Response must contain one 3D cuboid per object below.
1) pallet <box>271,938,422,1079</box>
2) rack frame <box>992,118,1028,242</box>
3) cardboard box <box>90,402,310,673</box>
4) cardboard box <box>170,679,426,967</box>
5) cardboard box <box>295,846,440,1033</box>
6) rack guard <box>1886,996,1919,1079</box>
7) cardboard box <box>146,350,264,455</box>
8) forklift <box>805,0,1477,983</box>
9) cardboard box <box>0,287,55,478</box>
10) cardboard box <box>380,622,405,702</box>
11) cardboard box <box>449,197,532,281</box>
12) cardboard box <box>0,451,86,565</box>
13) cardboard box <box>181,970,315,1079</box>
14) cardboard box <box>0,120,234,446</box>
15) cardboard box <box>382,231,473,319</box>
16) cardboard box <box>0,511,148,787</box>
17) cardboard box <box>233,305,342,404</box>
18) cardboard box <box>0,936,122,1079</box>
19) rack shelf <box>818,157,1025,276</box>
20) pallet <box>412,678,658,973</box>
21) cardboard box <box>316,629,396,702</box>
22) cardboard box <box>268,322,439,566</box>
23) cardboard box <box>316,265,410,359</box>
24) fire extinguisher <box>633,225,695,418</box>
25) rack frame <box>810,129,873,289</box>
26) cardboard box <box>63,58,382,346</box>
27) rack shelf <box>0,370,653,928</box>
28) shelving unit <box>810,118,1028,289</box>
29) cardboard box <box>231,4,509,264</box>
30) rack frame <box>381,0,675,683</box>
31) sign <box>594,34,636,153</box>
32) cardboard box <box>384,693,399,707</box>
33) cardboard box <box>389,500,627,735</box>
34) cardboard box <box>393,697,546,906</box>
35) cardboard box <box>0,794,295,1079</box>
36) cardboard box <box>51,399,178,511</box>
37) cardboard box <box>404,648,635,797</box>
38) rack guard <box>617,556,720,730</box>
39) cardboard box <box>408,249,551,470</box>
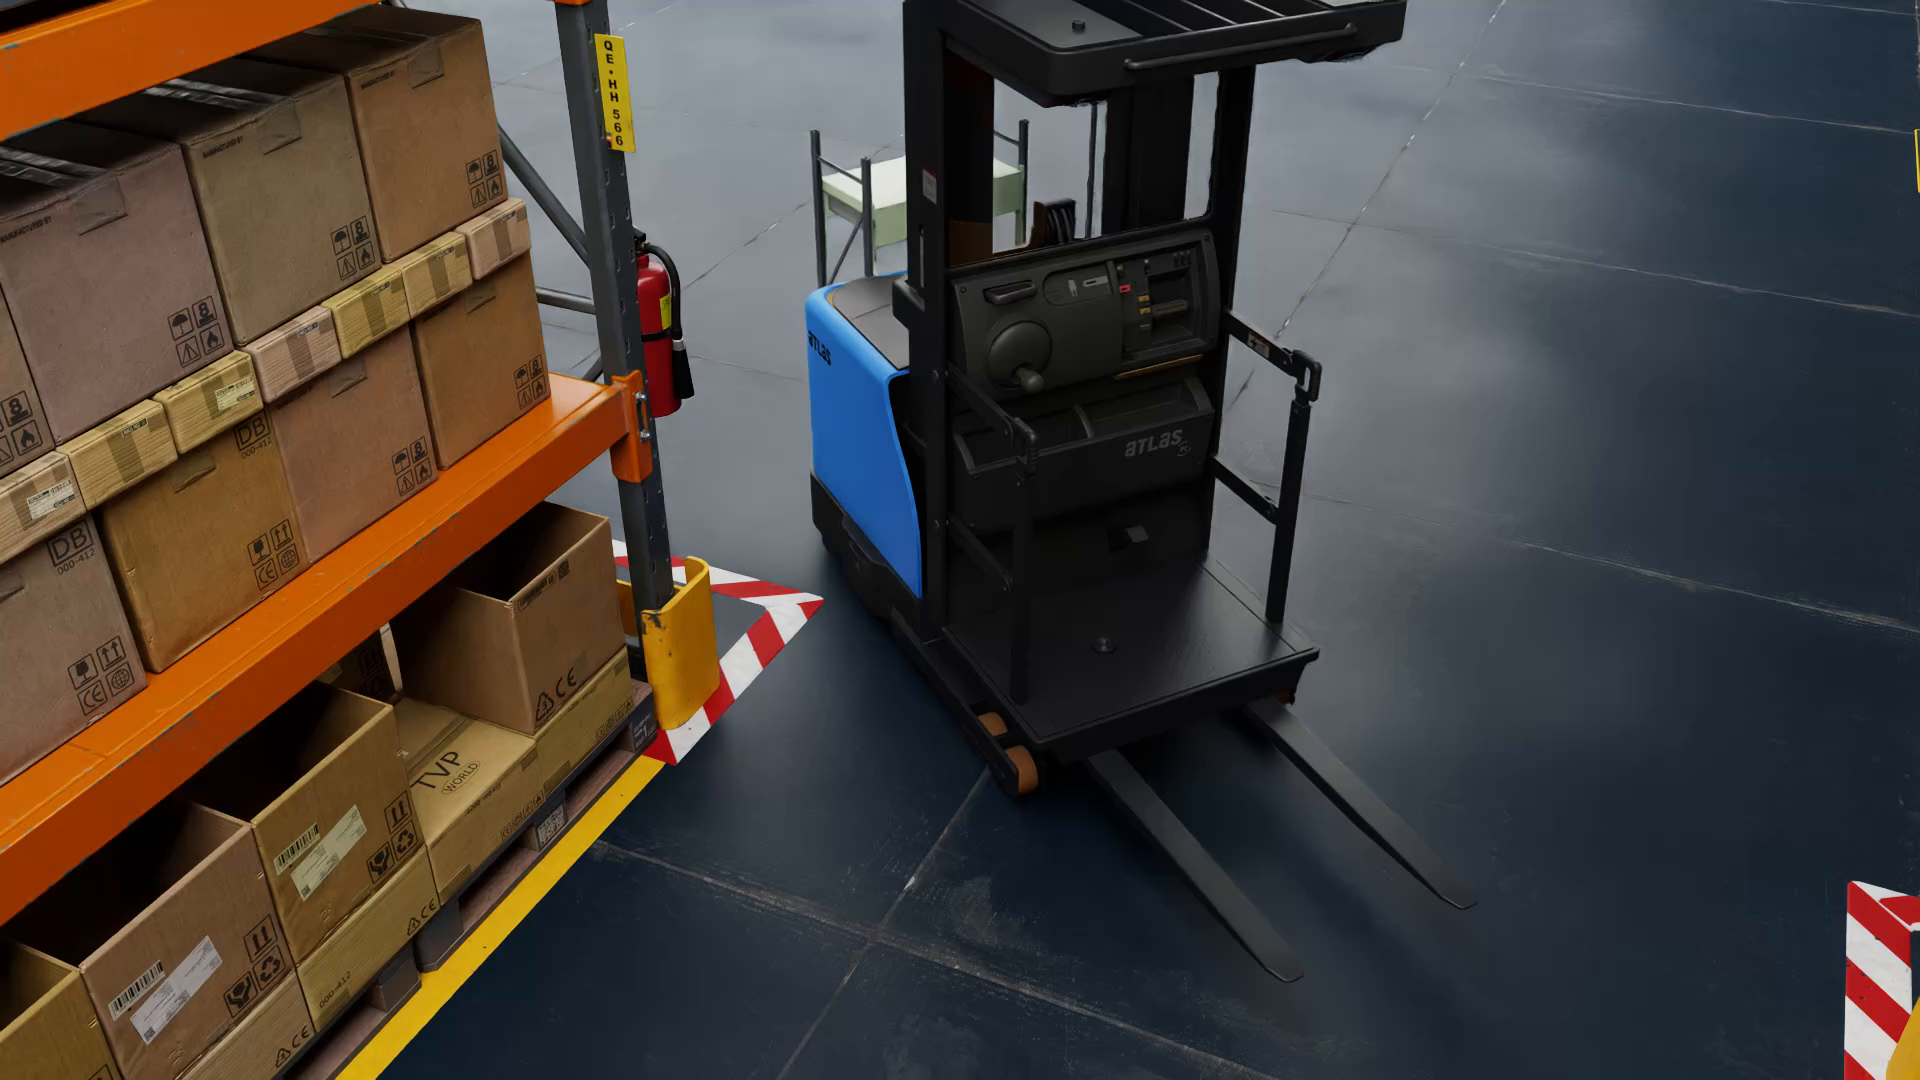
[{"bbox_3d":[-2.245,1.369,4.469,1.003,0.211,1.213,14,36,20],"label":"pallet"},{"bbox_3d":[0.142,-1.105,7.067,0.023,1.500,0.400,-21,39,-29],"label":"rack frame"},{"bbox_3d":[-2.086,-0.096,4.070,0.700,0.500,0.500,14,36,21],"label":"cardboard box"},{"bbox_3d":[-1.810,0.705,4.380,0.500,0.500,0.500,14,36,20],"label":"cardboard box"},{"bbox_3d":[-1.813,1.018,4.587,0.500,0.250,0.500,14,36,20],"label":"cardboard box"},{"bbox_3d":[3.018,1.425,4.121,1.175,0.500,0.348,14,36,20],"label":"rack guard"},{"bbox_3d":[-1.870,-0.358,3.878,0.380,0.149,0.250,15,36,22],"label":"cardboard box"},{"bbox_3d":[0.511,-0.662,5.087,1.130,2.935,3.031,-15,36,-22],"label":"forklift"},{"bbox_3d":[-2.315,-0.357,3.285,0.700,0.500,0.500,14,36,21],"label":"cardboard box"},{"bbox_3d":[-1.877,0.398,5.532,0.500,0.250,0.500,14,36,20],"label":"cardboard box"},{"bbox_3d":[-1.438,-0.872,4.661,0.380,0.149,0.250,14,36,20],"label":"cardboard box"},{"bbox_3d":[-2.085,-0.099,3.482,0.380,0.149,0.250,14,36,20],"label":"cardboard box"},{"bbox_3d":[-2.024,1.266,4.208,0.500,0.250,0.500,14,36,20],"label":"cardboard box"},{"bbox_3d":[-2.105,-0.607,3.665,0.700,0.500,0.500,14,36,21],"label":"cardboard box"},{"bbox_3d":[-1.546,-0.741,4.462,0.380,0.149,0.250,15,36,22],"label":"cardboard box"},{"bbox_3d":[-2.303,0.167,3.669,0.700,0.500,0.500,15,36,22],"label":"cardboard box"},{"bbox_3d":[-1.760,-0.489,4.077,0.380,0.149,0.250,15,36,21],"label":"cardboard box"},{"bbox_3d":[-2.228,1.203,3.620,0.500,0.500,0.500,14,36,20],"label":"cardboard box"},{"bbox_3d":[-0.157,-1.315,6.676,0.720,0.370,0.431,-21,39,-29],"label":"rack shelf"},{"bbox_3d":[-1.733,0.764,5.392,1.003,0.211,1.213,14,36,20],"label":"pallet"},{"bbox_3d":[-2.085,0.334,4.946,0.500,0.500,0.500,14,36,20],"label":"cardboard box"},{"bbox_3d":[-1.873,-0.342,4.445,0.700,0.500,0.500,15,36,22],"label":"cardboard box"},{"bbox_3d":[-1.653,-0.614,4.267,0.380,0.149,0.250,14,36,20],"label":"cardboard box"},{"bbox_3d":[-0.980,-0.712,5.172,0.296,0.674,0.183,14,36,20],"label":"fire extinguisher"},{"bbox_3d":[-0.455,-0.873,6.714,0.023,1.500,0.400,-21,39,-29],"label":"rack frame"},{"bbox_3d":[-1.895,-0.858,4.048,0.700,0.500,0.500,13,36,19],"label":"cardboard box"},{"bbox_3d":[-2.288,0.504,3.901,1.077,0.370,4.000,14,36,20],"label":"rack shelf"},{"bbox_3d":[-0.157,-0.989,6.890,0.755,1.500,0.431,-21,39,-29],"label":"shelving unit"},{"bbox_3d":[-1.680,-1.121,4.450,0.700,0.500,0.500,14,36,21],"label":"cardboard box"},{"bbox_3d":[-1.451,-0.793,5.223,1.000,3.000,0.127,14,36,20],"label":"rack frame"},{"bbox_3d":[-0.964,-1.244,4.640,0.100,0.325,0.005,14,36,20],"label":"sign"},{"bbox_3d":[-2.083,0.648,5.151,0.500,0.250,0.500,14,36,20],"label":"cardboard box"},{"bbox_3d":[-1.405,0.203,5.145,0.500,0.500,0.500,14,36,20],"label":"cardboard box"},{"bbox_3d":[-1.605,0.768,4.967,0.500,0.250,0.500,14,36,20],"label":"cardboard box"},{"bbox_3d":[-2.020,0.954,4.001,0.500,0.500,0.500,14,36,20],"label":"cardboard box"},{"bbox_3d":[-1.978,-0.226,3.677,0.380,0.149,0.250,15,36,22],"label":"cardboard box"},{"bbox_3d":[-1.407,0.517,5.351,0.500,0.250,0.500,14,36,20],"label":"cardboard box"},{"bbox_3d":[-1.441,0.241,5.927,1.175,0.500,0.348,14,36,20],"label":"rack guard"},{"bbox_3d":[-1.658,-0.605,4.846,0.700,0.500,0.500,14,36,20],"label":"cardboard box"}]
